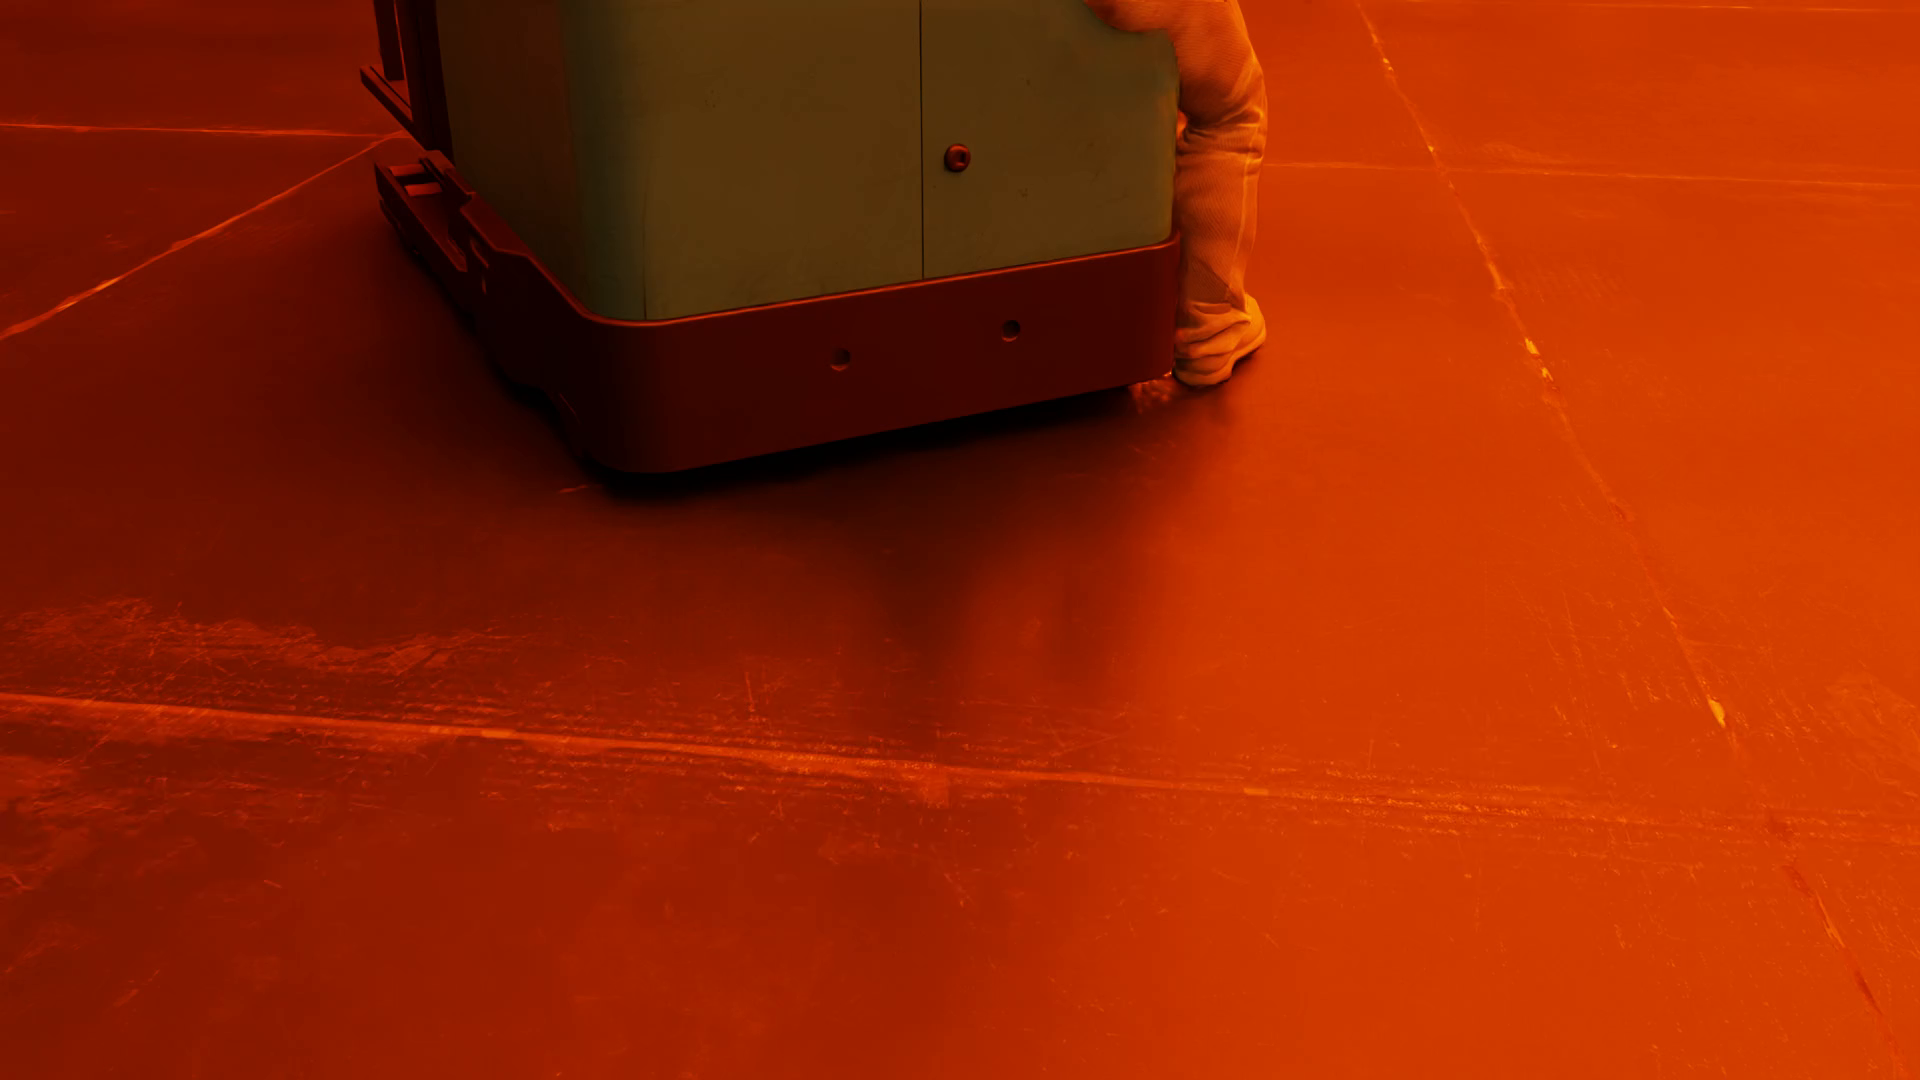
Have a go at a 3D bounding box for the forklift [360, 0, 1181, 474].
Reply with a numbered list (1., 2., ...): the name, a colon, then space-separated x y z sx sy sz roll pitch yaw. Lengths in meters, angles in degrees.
1. forklift: -0.734 -2.040 3.306 1.130 2.935 3.031 -13 29 -24

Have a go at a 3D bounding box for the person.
1. person: 0.197 -1.024 2.711 0.878 1.662 0.876 7 27 13
